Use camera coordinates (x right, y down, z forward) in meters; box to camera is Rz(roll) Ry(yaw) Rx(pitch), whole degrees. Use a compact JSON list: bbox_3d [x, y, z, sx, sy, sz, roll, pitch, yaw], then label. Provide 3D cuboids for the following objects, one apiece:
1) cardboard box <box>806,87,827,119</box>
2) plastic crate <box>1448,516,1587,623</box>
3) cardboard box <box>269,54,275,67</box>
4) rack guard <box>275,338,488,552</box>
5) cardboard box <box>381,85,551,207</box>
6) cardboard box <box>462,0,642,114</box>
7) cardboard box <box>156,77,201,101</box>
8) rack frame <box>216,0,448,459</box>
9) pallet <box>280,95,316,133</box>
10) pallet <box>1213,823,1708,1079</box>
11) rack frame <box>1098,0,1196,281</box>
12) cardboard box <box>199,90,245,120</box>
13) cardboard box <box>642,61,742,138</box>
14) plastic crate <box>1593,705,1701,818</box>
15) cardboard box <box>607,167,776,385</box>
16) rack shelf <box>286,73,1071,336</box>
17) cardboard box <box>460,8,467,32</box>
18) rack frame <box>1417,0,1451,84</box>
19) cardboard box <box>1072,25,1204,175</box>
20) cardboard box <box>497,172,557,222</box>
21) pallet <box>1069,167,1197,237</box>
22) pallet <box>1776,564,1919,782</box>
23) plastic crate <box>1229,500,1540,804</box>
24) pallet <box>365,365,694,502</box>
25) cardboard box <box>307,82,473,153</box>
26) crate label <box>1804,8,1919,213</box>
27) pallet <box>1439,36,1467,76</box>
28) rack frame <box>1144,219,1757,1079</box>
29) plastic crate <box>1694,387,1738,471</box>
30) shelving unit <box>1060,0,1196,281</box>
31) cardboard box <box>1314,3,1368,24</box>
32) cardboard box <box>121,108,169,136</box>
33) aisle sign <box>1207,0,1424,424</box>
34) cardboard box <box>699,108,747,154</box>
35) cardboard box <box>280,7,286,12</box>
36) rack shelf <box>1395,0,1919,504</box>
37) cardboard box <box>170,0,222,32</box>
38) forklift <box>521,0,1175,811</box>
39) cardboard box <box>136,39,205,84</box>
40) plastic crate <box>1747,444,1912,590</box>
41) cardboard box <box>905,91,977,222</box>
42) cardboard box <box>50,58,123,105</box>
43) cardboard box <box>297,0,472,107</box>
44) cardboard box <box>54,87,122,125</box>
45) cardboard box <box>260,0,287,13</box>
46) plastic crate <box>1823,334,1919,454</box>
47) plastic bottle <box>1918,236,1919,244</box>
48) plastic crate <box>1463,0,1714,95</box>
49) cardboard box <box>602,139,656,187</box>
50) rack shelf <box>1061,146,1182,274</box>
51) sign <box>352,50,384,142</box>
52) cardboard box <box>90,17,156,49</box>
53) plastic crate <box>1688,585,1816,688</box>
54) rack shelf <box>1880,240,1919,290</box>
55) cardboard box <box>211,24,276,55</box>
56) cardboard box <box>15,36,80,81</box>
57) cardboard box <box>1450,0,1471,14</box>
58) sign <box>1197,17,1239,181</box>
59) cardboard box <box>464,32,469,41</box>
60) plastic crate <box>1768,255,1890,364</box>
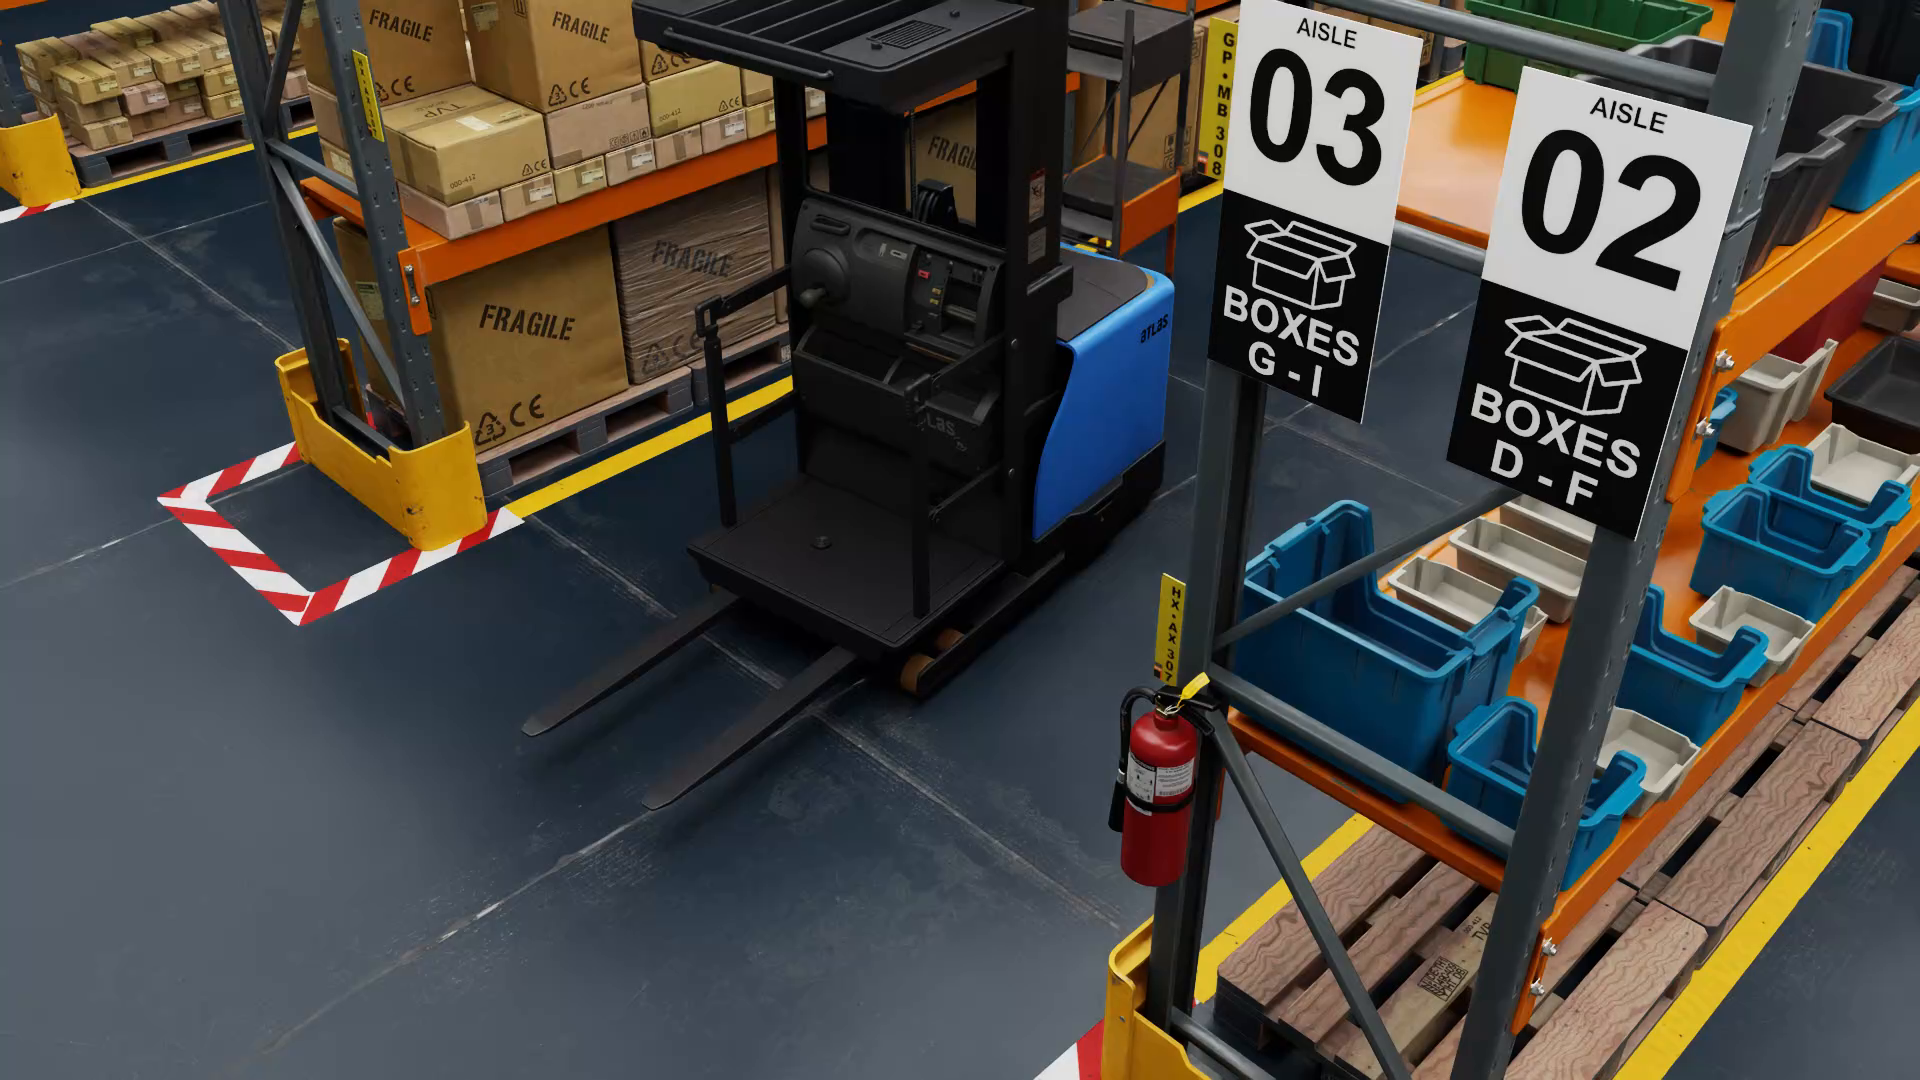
[{"bbox_3d":[-0.829,-2.120,7.887,0.250,0.149,0.380,-29,44,-35],"label":"cardboard box"},{"bbox_3d":[1.596,0.084,4.685,0.396,0.136,0.243,30,45,35],"label":"plastic crate"},{"bbox_3d":[-4.757,-3.184,11.058,0.380,0.149,0.250,27,43,33],"label":"cardboard box"},{"bbox_3d":[-2.597,-0.445,7.451,1.175,0.500,0.348,30,45,35],"label":"rack guard"},{"bbox_3d":[-2.050,-1.626,6.831,0.500,0.250,0.500,28,44,34],"label":"cardboard box"},{"bbox_3d":[-1.698,-2.137,6.907,0.500,0.500,0.500,28,44,34],"label":"cardboard box"},{"bbox_3d":[-5.134,-2.977,10.762,0.250,0.149,0.380,-29,44,-35],"label":"cardboard box"},{"bbox_3d":[-2.580,-1.480,6.750,1.000,3.000,0.127,30,45,35],"label":"rack frame"},{"bbox_3d":[-4.518,-3.215,11.676,1.003,0.211,1.213,30,45,35],"label":"pallet"},{"bbox_3d":[1.544,1.341,5.142,1.003,0.211,1.213,30,45,35],"label":"pallet"},{"bbox_3d":[0.819,-1.521,7.596,0.400,2.100,0.015,23,41,30],"label":"rack frame"},{"bbox_3d":[-4.878,-2.909,10.924,0.250,0.149,0.380,-29,44,-35],"label":"cardboard box"},{"bbox_3d":[-1.332,-2.042,7.427,0.500,0.250,0.500,28,44,34],"label":"cardboard box"},{"bbox_3d":[1.628,0.536,4.038,0.250,0.136,0.298,30,45,35],"label":"plastic crate"},{"bbox_3d":[-1.544,-1.442,8.186,0.875,0.875,0.875,30,45,35],"label":"cardboard box"},{"bbox_3d":[-1.171,-1.997,8.119,1.077,0.370,4.000,30,45,35],"label":"rack shelf"},{"bbox_3d":[-3.564,-3.782,11.915,0.380,0.149,0.250,28,44,34],"label":"cardboard box"},{"bbox_3d":[3.057,-4.727,11.406,1.000,3.000,0.127,30,45,35],"label":"rack frame"},{"bbox_3d":[0.675,-2.672,9.950,1.225,0.875,0.875,30,45,35],"label":"cardboard box"},{"bbox_3d":[-1.916,-1.493,6.987,0.380,0.149,0.250,29,44,35],"label":"cardboard box"},{"bbox_3d":[0.729,-2.303,10.368,1.003,0.211,1.213,30,45,35],"label":"pallet"},{"bbox_3d":[3.263,0.351,6.563,1.003,0.211,1.213,30,45,35],"label":"pallet"},{"bbox_3d":[1.039,0.266,4.163,0.616,0.435,0.499,30,45,35],"label":"plastic crate"},{"bbox_3d":[-2.072,-0.692,8.058,1.003,0.211,1.213,30,45,35],"label":"pallet"},{"bbox_3d":[-2.427,-1.844,7.143,0.500,0.250,0.500,29,44,35],"label":"cardboard box"},{"bbox_3d":[1.815,-0.897,3.422,0.408,0.251,0.502,30,45,35],"label":"crate label"},{"bbox_3d":[3.608,-3.900,12.658,1.003,0.211,1.213,30,45,35],"label":"pallet"},{"bbox_3d":[0.935,0.516,3.887,1.000,3.000,0.127,30,45,35],"label":"rack frame"},{"bbox_3d":[2.200,-0.376,5.261,0.416,0.233,0.300,30,45,35],"label":"plastic crate"},{"bbox_3d":[0.672,-1.412,7.435,0.431,2.100,0.503,23,41,30],"label":"shelving unit"},{"bbox_3d":[1.922,-3.397,10.990,1.225,0.875,0.875,30,45,35],"label":"cardboard box"},{"bbox_3d":[-5.306,-2.746,10.690,0.380,0.149,0.250,29,44,35],"label":"cardboard box"},{"bbox_3d":[0.677,-0.639,3.271,0.394,0.787,0.004,30,45,35],"label":"aisle sign"},{"bbox_3d":[-1.191,-1.911,7.587,0.380,0.149,0.250,29,44,35],"label":"cardboard box"},{"bbox_3d":[-4.396,-3.525,11.288,0.380,0.149,0.250,30,45,35],"label":"cardboard box"},{"bbox_3d":[2.344,-1.231,4.399,1.077,0.370,4.000,30,45,35],"label":"rack shelf"},{"bbox_3d":[-5.148,-3.530,11.294,0.250,0.149,0.380,-28,44,-34],"label":"cardboard box"},{"bbox_3d":[-0.377,-0.919,6.006,1.130,2.935,3.031,24,41,30],"label":"forklift"},{"bbox_3d":[-5.041,-3.053,10.611,0.380,0.149,0.250,29,44,35],"label":"cardboard box"},{"bbox_3d":[2.482,-0.063,4.812,0.416,0.233,0.300,30,45,35],"label":"plastic crate"},{"bbox_3d":[-0.283,-2.169,9.228,0.875,0.875,0.875,30,45,35],"label":"cardboard box"},{"bbox_3d":[-5.418,-2.842,10.309,0.380,0.149,0.250,27,43,33],"label":"cardboard box"},{"bbox_3d":[-2.423,-2.151,6.928,0.500,0.500,0.500,-29,44,-35],"label":"cardboard box"},{"bbox_3d":[-5.477,-2.754,10.442,0.250,0.149,0.380,-28,44,-34],"label":"cardboard box"},{"bbox_3d":[-4.719,-3.710,11.553,0.250,0.149,0.380,-30,45,-35],"label":"cardboard box"},{"bbox_3d":[3.155,-0.456,5.470,0.437,0.125,0.590,30,45,35],"label":"plastic crate"},{"bbox_3d":[3.903,-1.273,6.627,0.097,0.201,0.097,0,35,0],"label":"plastic bottle"},{"bbox_3d":[1.427,-1.142,3.829,0.450,0.188,0.336,30,45,35],"label":"plastic crate"},{"bbox_3d":[-1.553,-1.703,7.289,0.380,0.149,0.250,29,44,35],"label":"cardboard box"},{"bbox_3d":[0.671,-1.400,7.443,0.431,0.518,0.480,23,41,30],"label":"rack shelf"},{"bbox_3d":[-2.190,-1.641,6.155,0.100,0.325,0.005,30,45,35],"label":"sign"},{"bbox_3d":[-5.525,-3.319,10.992,0.380,0.149,0.250,29,44,34],"label":"cardboard box"},{"bbox_3d":[2.105,0.260,4.433,0.250,0.136,0.298,30,45,35],"label":"plastic crate"},{"bbox_3d":[5.163,-1.624,7.585,1.077,0.370,4.000,30,45,35],"label":"rack shelf"},{"bbox_3d":[-4.723,-3.296,10.959,0.250,0.149,0.380,-28,44,-34],"label":"cardboard box"},{"bbox_3d":[-5.835,-3.084,10.655,0.250,0.149,0.380,-29,44,-35],"label":"cardboard box"},{"bbox_3d":[3.515,-4.162,12.397,0.700,0.500,0.500,27,43,33],"label":"cardboard box"},{"bbox_3d":[0.533,-0.886,3.368,0.100,0.325,0.005,30,45,35],"label":"sign"},{"bbox_3d":[-3.627,-3.645,11.979,0.380,0.149,0.250,28,44,34],"label":"cardboard box"},{"bbox_3d":[2.946,-0.897,5.805,0.402,0.464,0.583,30,45,35],"label":"plastic crate"}]
